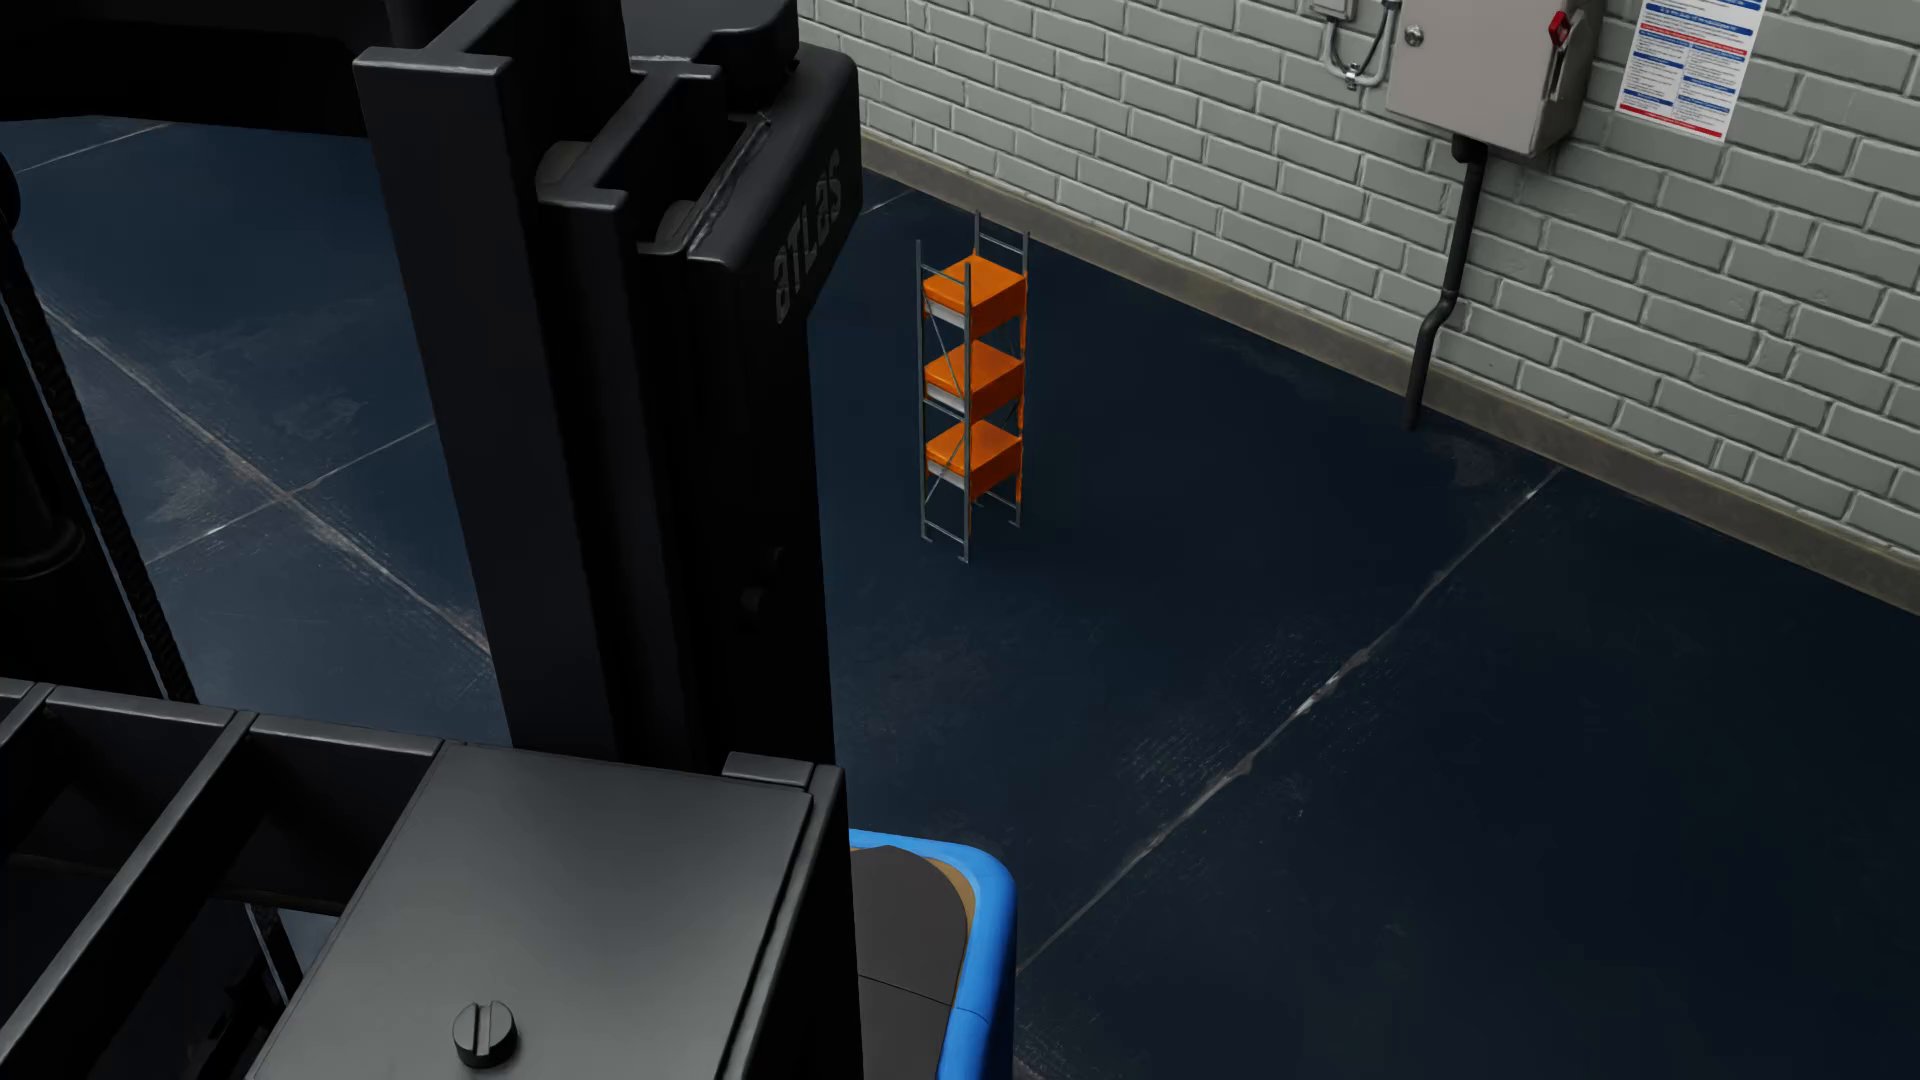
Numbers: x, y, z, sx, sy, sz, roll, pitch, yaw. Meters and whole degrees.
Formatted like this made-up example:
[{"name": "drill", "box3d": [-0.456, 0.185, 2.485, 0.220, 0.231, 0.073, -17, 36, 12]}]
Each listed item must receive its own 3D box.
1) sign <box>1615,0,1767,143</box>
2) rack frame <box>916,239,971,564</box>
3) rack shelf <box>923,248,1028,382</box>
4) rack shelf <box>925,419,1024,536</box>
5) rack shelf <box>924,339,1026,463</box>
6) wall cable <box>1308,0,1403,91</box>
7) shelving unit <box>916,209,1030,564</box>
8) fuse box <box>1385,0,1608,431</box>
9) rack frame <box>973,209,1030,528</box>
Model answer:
[{"name": "sign", "box3d": [2.053, -1.393, 4.668, 0.329, 0.494, 0.001, 30, 47, 32]}, {"name": "rack frame", "box3d": [-0.046, -0.379, 4.884, 0.200, 1.050, 0.008, 30, 47, 32]}, {"name": "rack shelf", "box3d": [0.036, -0.649, 4.784, 0.215, 0.259, 0.240, 30, 47, 32]}, {"name": "rack shelf", "box3d": [0.036, -0.210, 5.134, 0.215, 0.259, 0.240, 30, 47, 32]}, {"name": "rack shelf", "box3d": [0.036, -0.427, 4.961, 0.215, 0.259, 0.240, 30, 47, 32]}, {"name": "wall cable", "box3d": [1.151, -2.299, 4.915, 0.588, 1.984, 0.122, 30, 47, 32]}, {"name": "shelving unit", "box3d": [0.036, -0.435, 4.954, 0.215, 1.050, 0.252, 30, 47, 32]}, {"name": "fuse box", "box3d": [1.549, -1.038, 5.181, 0.539, 1.711, 0.414, 30, 47, 32]}, {"name": "rack frame", "box3d": [0.118, -0.492, 5.025, 0.200, 1.050, 0.008, 30, 47, 32]}]
